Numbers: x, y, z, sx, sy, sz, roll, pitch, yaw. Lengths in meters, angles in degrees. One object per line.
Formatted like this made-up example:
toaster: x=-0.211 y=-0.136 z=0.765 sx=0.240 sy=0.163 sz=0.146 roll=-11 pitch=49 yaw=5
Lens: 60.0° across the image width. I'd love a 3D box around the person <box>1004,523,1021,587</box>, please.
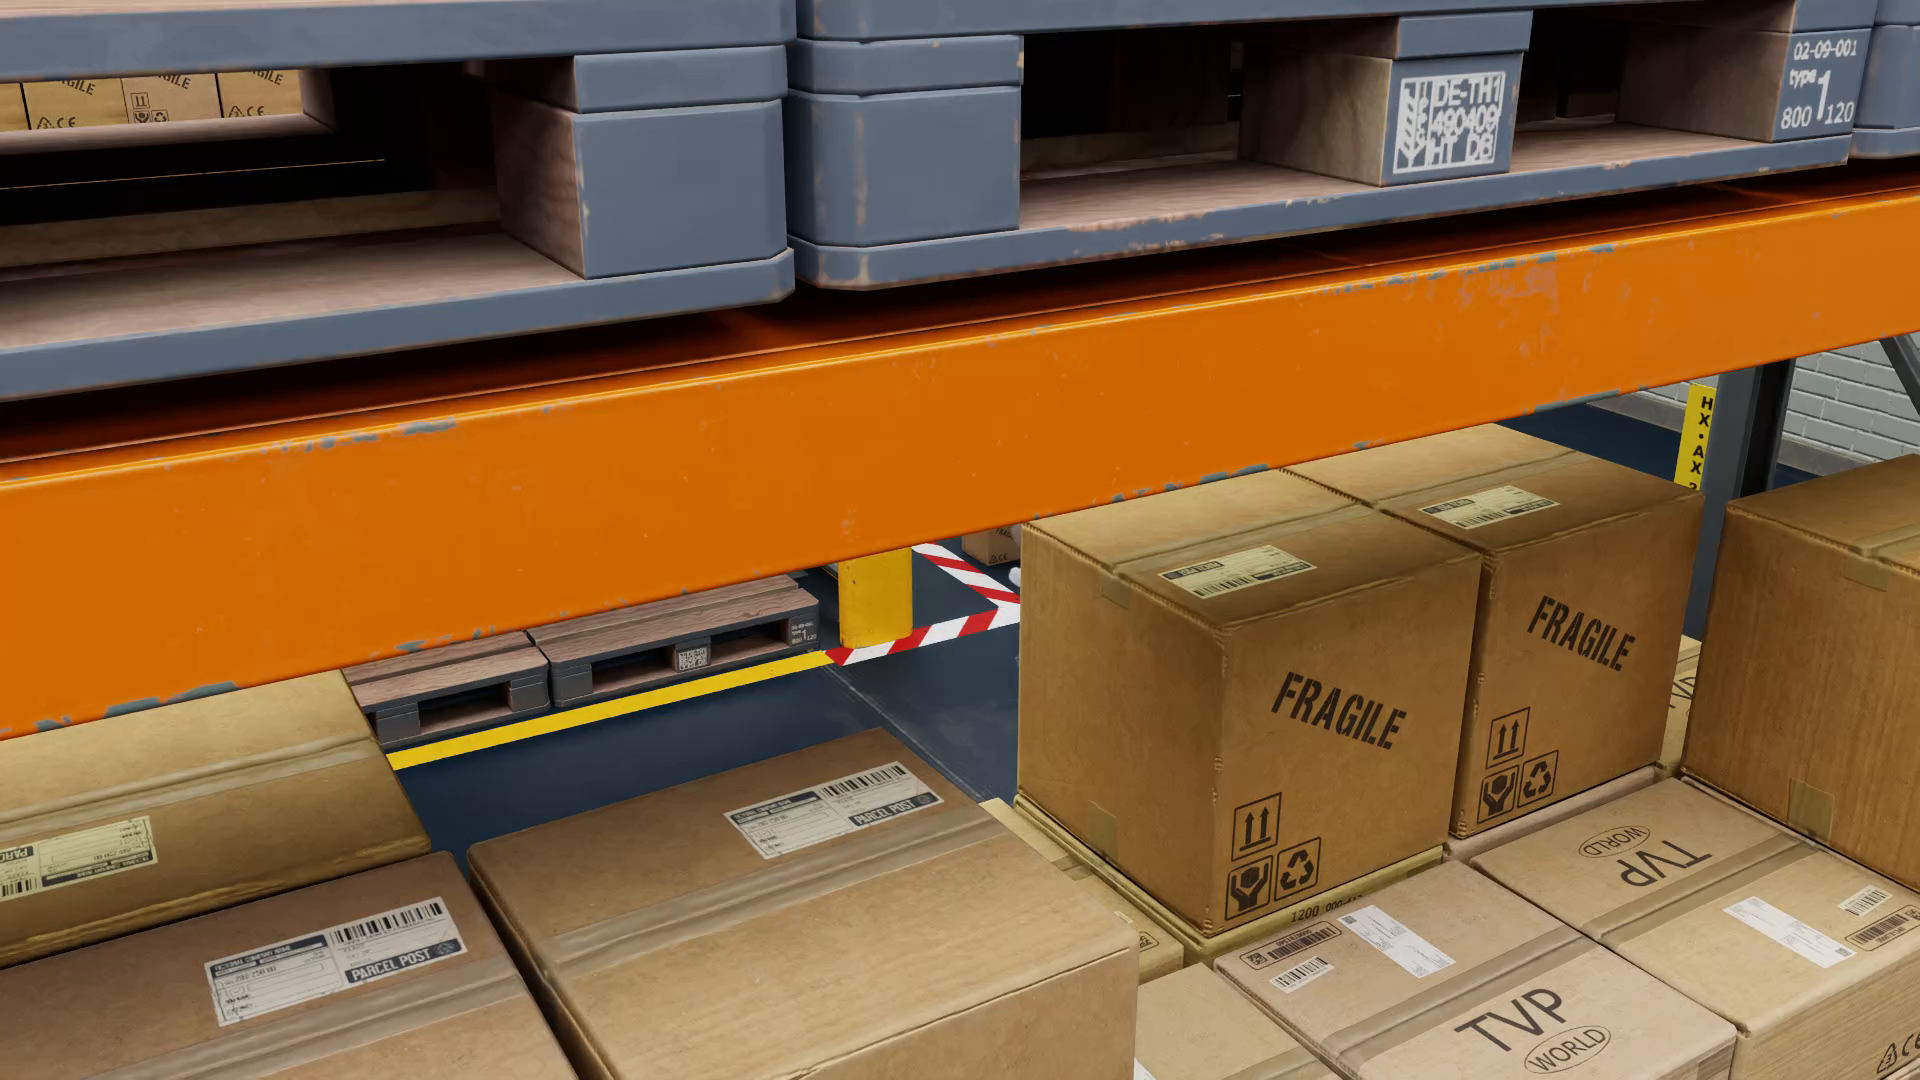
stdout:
person: x=0.422 y=-0.321 z=7.831 sx=0.620 sy=1.116 sz=0.853 roll=-15 pitch=26 yaw=-34
